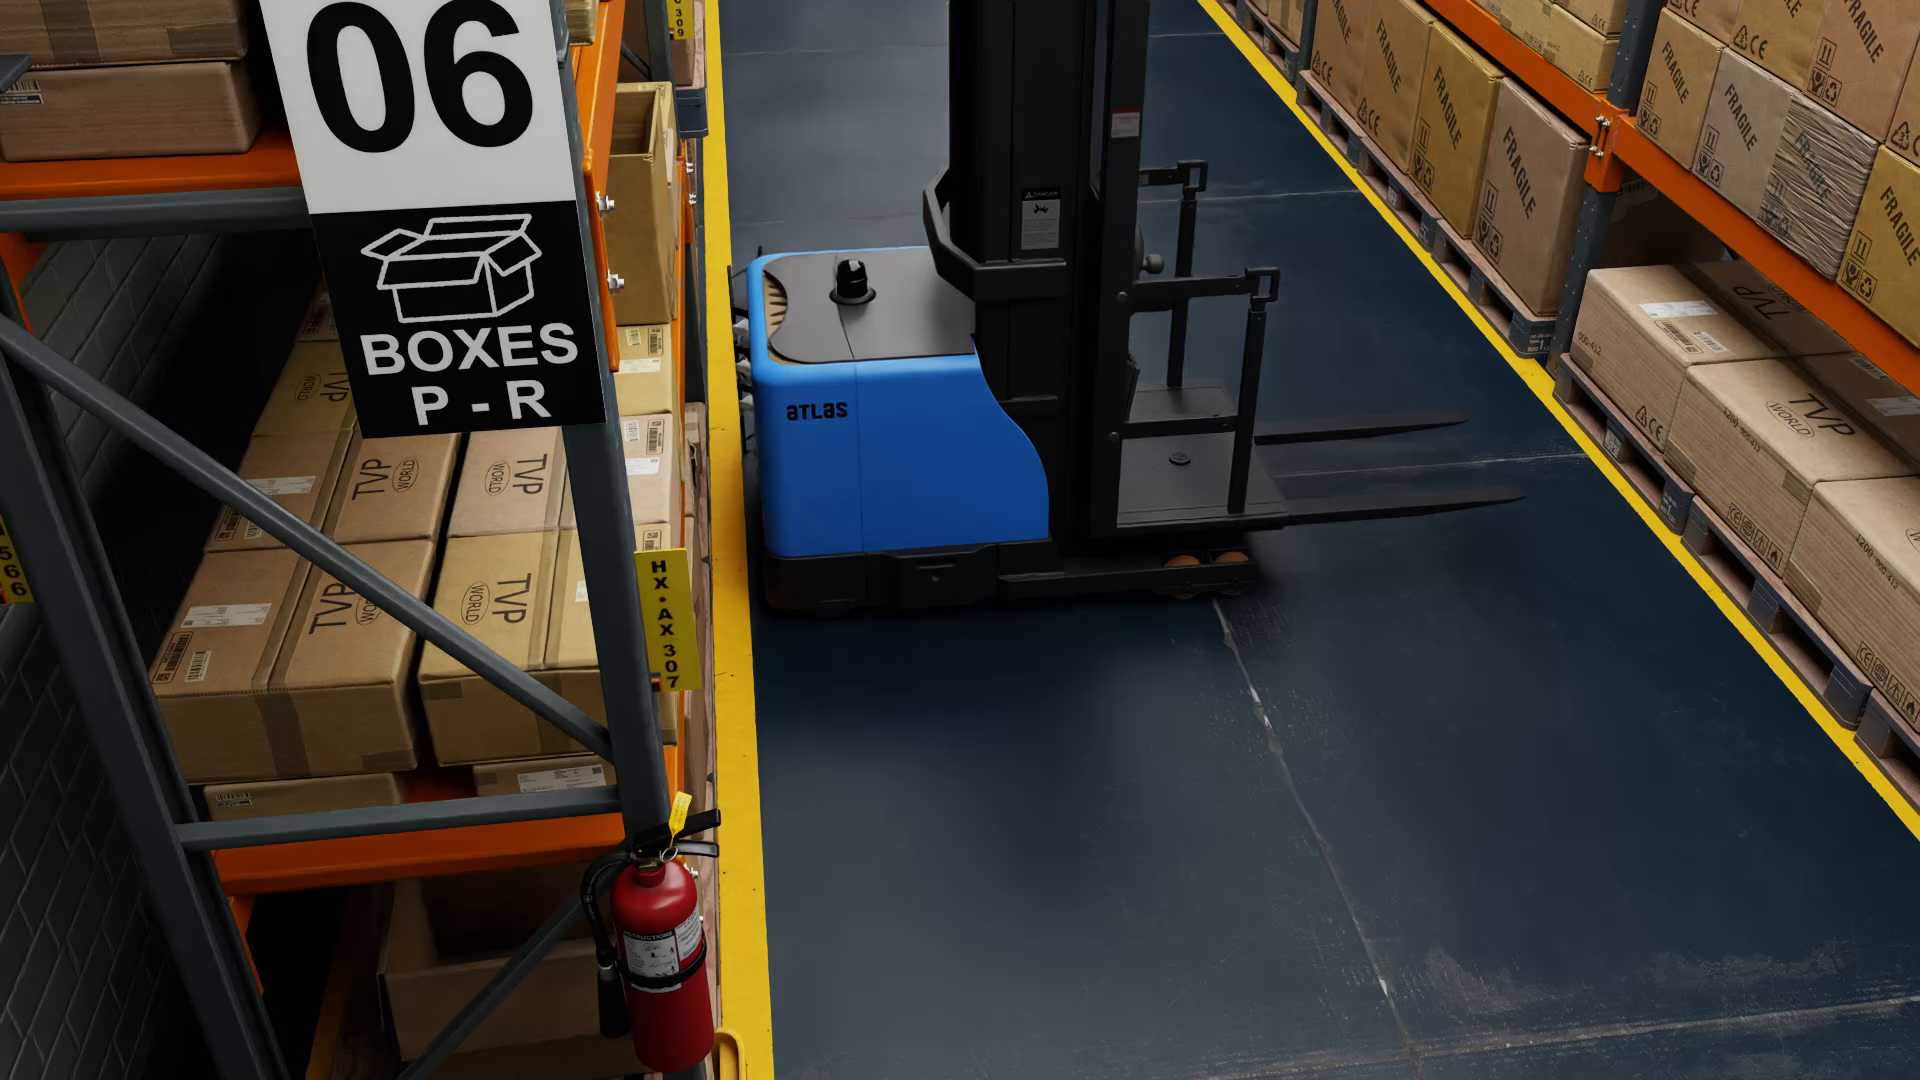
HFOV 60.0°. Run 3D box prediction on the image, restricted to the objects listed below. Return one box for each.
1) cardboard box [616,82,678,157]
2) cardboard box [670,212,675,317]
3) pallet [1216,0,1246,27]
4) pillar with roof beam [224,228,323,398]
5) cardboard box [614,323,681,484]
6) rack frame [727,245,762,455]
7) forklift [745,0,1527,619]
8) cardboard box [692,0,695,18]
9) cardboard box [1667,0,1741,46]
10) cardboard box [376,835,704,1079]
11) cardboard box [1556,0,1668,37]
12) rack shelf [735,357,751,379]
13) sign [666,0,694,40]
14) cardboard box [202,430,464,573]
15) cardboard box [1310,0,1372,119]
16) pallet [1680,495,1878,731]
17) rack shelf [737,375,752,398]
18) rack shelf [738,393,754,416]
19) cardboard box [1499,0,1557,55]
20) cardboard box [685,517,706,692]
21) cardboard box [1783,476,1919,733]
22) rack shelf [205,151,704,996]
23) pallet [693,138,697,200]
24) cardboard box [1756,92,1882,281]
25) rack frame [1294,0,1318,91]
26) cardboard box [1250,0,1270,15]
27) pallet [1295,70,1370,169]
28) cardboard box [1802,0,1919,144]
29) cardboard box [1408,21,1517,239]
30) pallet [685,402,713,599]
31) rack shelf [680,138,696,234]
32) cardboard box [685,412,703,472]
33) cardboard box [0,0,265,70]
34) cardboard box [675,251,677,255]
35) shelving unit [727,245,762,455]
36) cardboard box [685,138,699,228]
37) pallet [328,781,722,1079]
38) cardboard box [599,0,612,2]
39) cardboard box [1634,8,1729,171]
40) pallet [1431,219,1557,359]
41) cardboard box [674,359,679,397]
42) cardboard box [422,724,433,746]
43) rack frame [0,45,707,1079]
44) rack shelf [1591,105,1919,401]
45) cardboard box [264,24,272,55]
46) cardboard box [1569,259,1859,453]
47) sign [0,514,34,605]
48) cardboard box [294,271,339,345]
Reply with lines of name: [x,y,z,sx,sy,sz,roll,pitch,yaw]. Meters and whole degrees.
cardboard box: [-1.310,-1.475,6.120,0.500,0.250,0.500,-4,34,-5]
cardboard box: [-1.174,-0.917,5.301,0.500,0.250,0.500,-5,35,-7]
pallet: [2.495,-4.253,12.803,1.003,0.211,1.213,-4,35,-6]
pillar with roof beam: [1.846,-4.028,4.670,9.100,9.000,0.400,-4,35,-6]
cardboard box: [-1.016,-0.346,4.463,0.500,0.250,0.500,-5,35,-7]
rack frame: [-0.892,-0.805,7.132,0.006,0.900,0.240,18,38,24]
forklift: [0.712,-1.278,6.022,3.031,2.935,1.130,-4,34,-6]
cardboard box: [-1.533,-2.470,7.250,0.700,0.500,0.500,-4,34,-6]
cardboard box: [3.122,-2.228,6.379,0.500,0.500,0.500,-4,34,-6]
cardboard box: [-1.071,1.062,4.372,0.797,0.503,0.637,-6,35,-8]
cardboard box: [2.998,-2.430,7.341,0.500,0.250,0.500,-4,35,-6]
rack shelf: [-0.803,-0.750,7.110,0.200,0.077,0.258,18,38,24]
sign: [-1.084,-2.083,6.374,0.100,0.325,0.005,-4,35,-6]
cardboard box: [-1.475,-0.033,4.004,0.500,0.250,0.500,-4,35,-6]
cardboard box: [2.770,-3.194,10.286,0.875,0.875,0.875,-5,35,-7]
pallet: [3.490,0.207,6.259,1.003,0.211,1.213,-4,35,-6]
rack shelf: [-0.803,-0.675,7.161,0.200,0.077,0.258,18,38,24]
rack shelf: [-0.803,-0.601,7.211,0.200,0.077,0.258,18,38,24]
cardboard box: [2.920,-2.511,7.904,0.500,0.250,0.500,-5,35,-7]
cardboard box: [-1.119,0.281,5.521,0.500,0.500,0.500,-4,34,-5]
cardboard box: [3.516,0.189,5.711,0.875,0.438,0.875,-3,34,-5]
rack shelf: [-1.351,-0.266,5.116,1.077,0.370,4.000,-4,35,-6]
pallet: [-2.095,-2.340,9.996,1.003,0.211,1.213,-4,35,-6]
cardboard box: [3.226,-1.258,5.844,0.500,0.500,0.500,-4,34,-6]
rack frame: [2.760,-4.290,10.381,1.000,3.000,0.127,-4,35,-6]
cardboard box: [2.587,-4.105,12.070,0.950,0.372,0.625,-5,35,-7]
pallet: [2.791,-2.692,10.512,1.003,0.211,1.213,-4,35,-6]
cardboard box: [3.241,-1.659,5.544,0.500,0.500,0.500,-4,34,-5]
cardboard box: [3.006,-2.197,8.823,0.875,0.875,0.875,-3,34,-5]
pallet: [-1.529,-0.144,6.774,1.003,0.211,1.213,-4,35,-6]
rack shelf: [-1.889,-2.498,8.391,1.077,0.370,4.000,-4,35,-6]
cardboard box: [-1.254,-0.386,6.812,0.380,0.149,0.250,-5,35,-8]
cardboard box: [-1.412,-0.976,2.723,0.500,0.250,0.500,-5,35,-7]
cardboard box: [-1.212,-1.130,5.968,0.380,0.149,0.250,-4,34,-5]
shelving unit: [-0.803,-0.777,7.091,0.210,0.900,0.258,18,38,24]
cardboard box: [-1.670,-1.972,8.827,0.500,0.500,0.500,-6,35,-8]
pallet: [-1.201,1.218,4.776,1.003,0.211,1.213,-4,35,-6]
cardboard box: [-0.905,-1.214,3.428,0.380,0.149,0.250,-4,34,-5]
cardboard box: [3.101,-1.817,6.664,0.500,0.500,0.500,-3,34,-5]
pallet: [3.119,-1.330,8.514,1.003,0.211,1.213,-4,35,-6]
cardboard box: [-1.034,-0.416,4.920,0.380,0.149,0.250,-4,34,-5]
cardboard box: [-1.366,0.345,3.803,0.380,0.149,0.250,-3,34,-5]
rack frame: [-1.082,0.552,3.276,1.000,3.000,0.127,-4,35,-6]
rack shelf: [3.567,-0.644,5.671,1.077,0.370,4.000,-4,35,-6]
cardboard box: [-1.451,-0.887,2.947,0.380,0.149,0.250,-4,34,-6]
cardboard box: [3.276,-0.814,7.183,0.875,0.438,0.875,-5,35,-7]
sign: [-1.635,-0.026,2.815,0.100,0.325,0.005,-4,35,-6]
cardboard box: [-1.607,-0.601,4.838,0.500,0.250,0.500,-4,35,-6]
